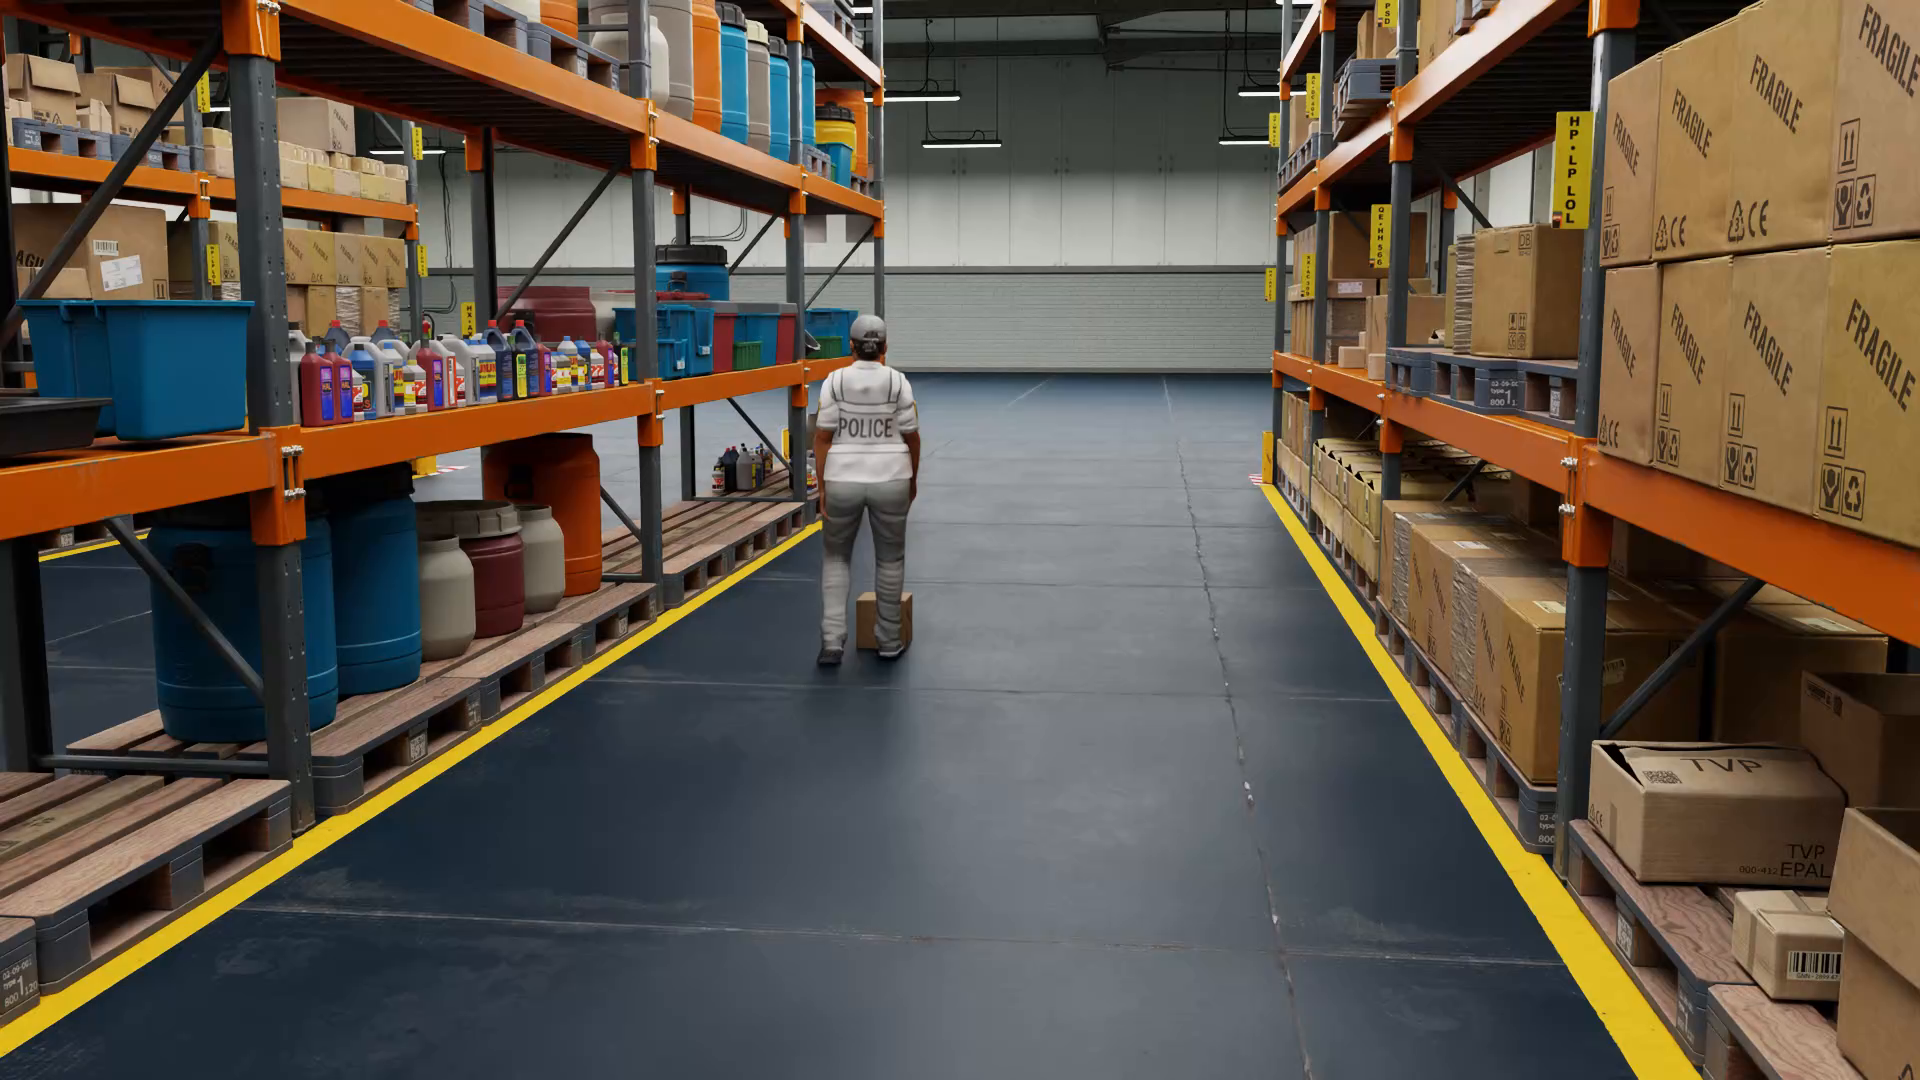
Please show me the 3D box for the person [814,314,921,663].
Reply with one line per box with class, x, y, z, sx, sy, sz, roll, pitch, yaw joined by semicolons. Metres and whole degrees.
person;-0.444;-0.217;7.998;0.513;1.723;0.500;0;8;-1
